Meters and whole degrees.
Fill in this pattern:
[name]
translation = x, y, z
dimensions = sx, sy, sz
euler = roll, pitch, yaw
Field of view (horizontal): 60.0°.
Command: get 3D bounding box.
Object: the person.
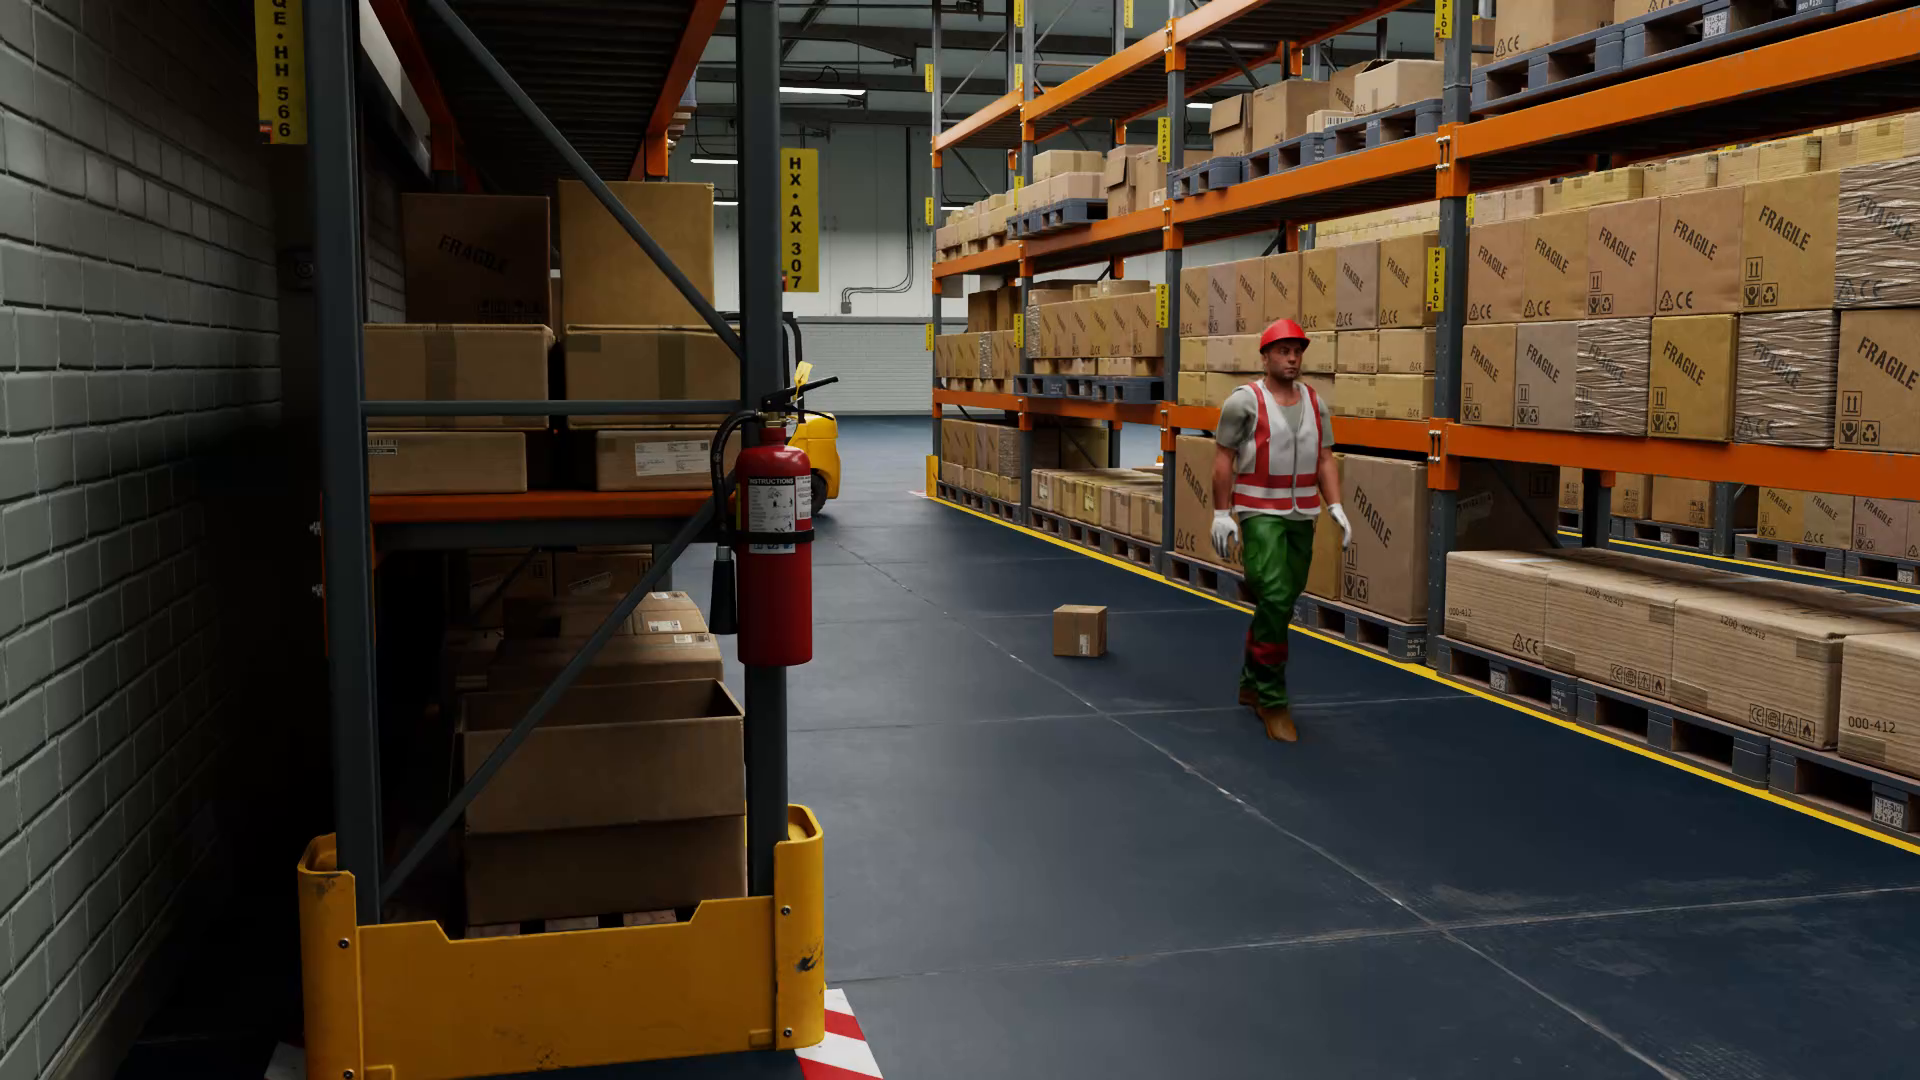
[person]
translation = 1.428, -0.053, 7.357
dimensions = 0.545, 1.841, 0.666
euler = -3, 7, -23
